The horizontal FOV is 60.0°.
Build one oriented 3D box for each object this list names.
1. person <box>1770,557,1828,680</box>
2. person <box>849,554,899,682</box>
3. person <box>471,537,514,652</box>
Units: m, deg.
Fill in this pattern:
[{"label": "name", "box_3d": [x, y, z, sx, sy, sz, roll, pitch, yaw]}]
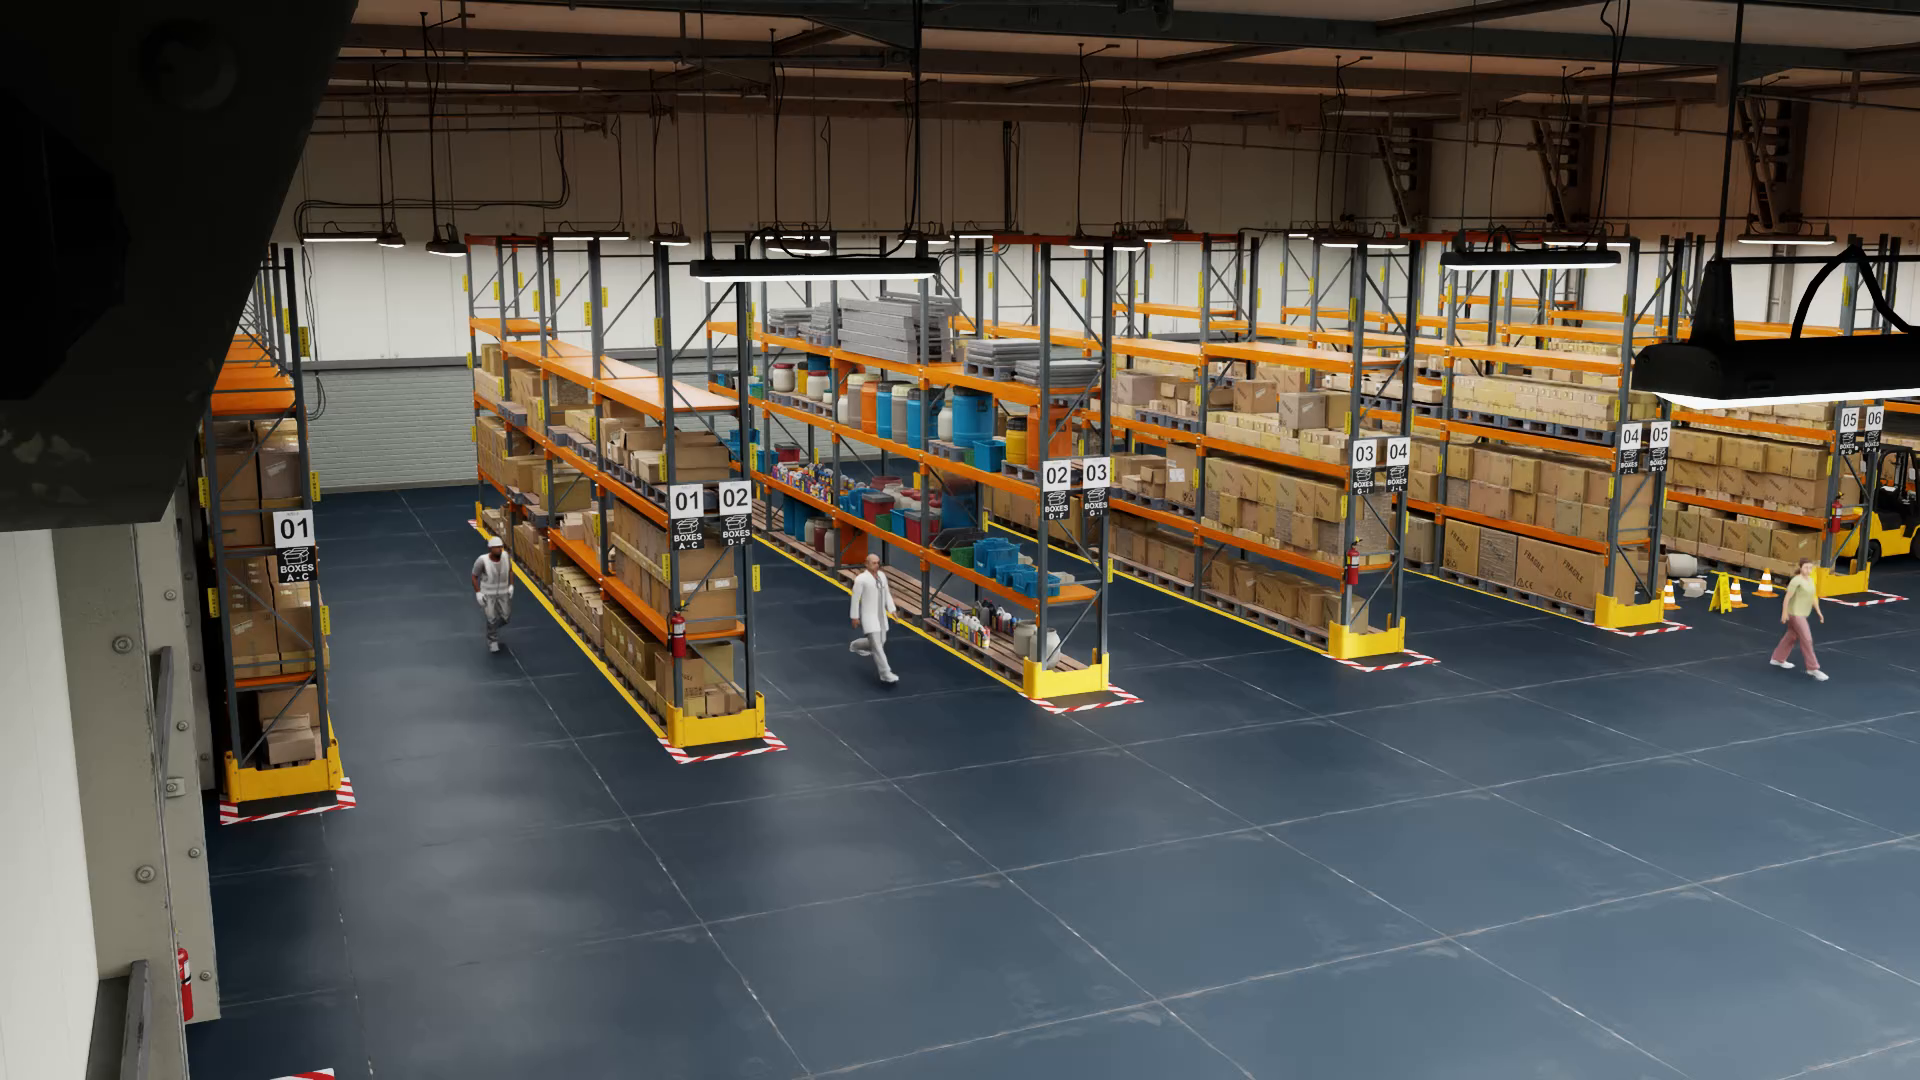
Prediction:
[{"label": "person", "box_3d": [11.819, 1.058, 23.272, 0.474, 1.650, 0.869, -8, 13, -35]}, {"label": "person", "box_3d": [-1.155, 1.040, 23.023, 1.115, 1.702, 0.590, 8, 13, 35]}, {"label": "person", "box_3d": [-6.926, 0.778, 24.629, 0.635, 1.730, 0.642, -7, 13, -31]}]
